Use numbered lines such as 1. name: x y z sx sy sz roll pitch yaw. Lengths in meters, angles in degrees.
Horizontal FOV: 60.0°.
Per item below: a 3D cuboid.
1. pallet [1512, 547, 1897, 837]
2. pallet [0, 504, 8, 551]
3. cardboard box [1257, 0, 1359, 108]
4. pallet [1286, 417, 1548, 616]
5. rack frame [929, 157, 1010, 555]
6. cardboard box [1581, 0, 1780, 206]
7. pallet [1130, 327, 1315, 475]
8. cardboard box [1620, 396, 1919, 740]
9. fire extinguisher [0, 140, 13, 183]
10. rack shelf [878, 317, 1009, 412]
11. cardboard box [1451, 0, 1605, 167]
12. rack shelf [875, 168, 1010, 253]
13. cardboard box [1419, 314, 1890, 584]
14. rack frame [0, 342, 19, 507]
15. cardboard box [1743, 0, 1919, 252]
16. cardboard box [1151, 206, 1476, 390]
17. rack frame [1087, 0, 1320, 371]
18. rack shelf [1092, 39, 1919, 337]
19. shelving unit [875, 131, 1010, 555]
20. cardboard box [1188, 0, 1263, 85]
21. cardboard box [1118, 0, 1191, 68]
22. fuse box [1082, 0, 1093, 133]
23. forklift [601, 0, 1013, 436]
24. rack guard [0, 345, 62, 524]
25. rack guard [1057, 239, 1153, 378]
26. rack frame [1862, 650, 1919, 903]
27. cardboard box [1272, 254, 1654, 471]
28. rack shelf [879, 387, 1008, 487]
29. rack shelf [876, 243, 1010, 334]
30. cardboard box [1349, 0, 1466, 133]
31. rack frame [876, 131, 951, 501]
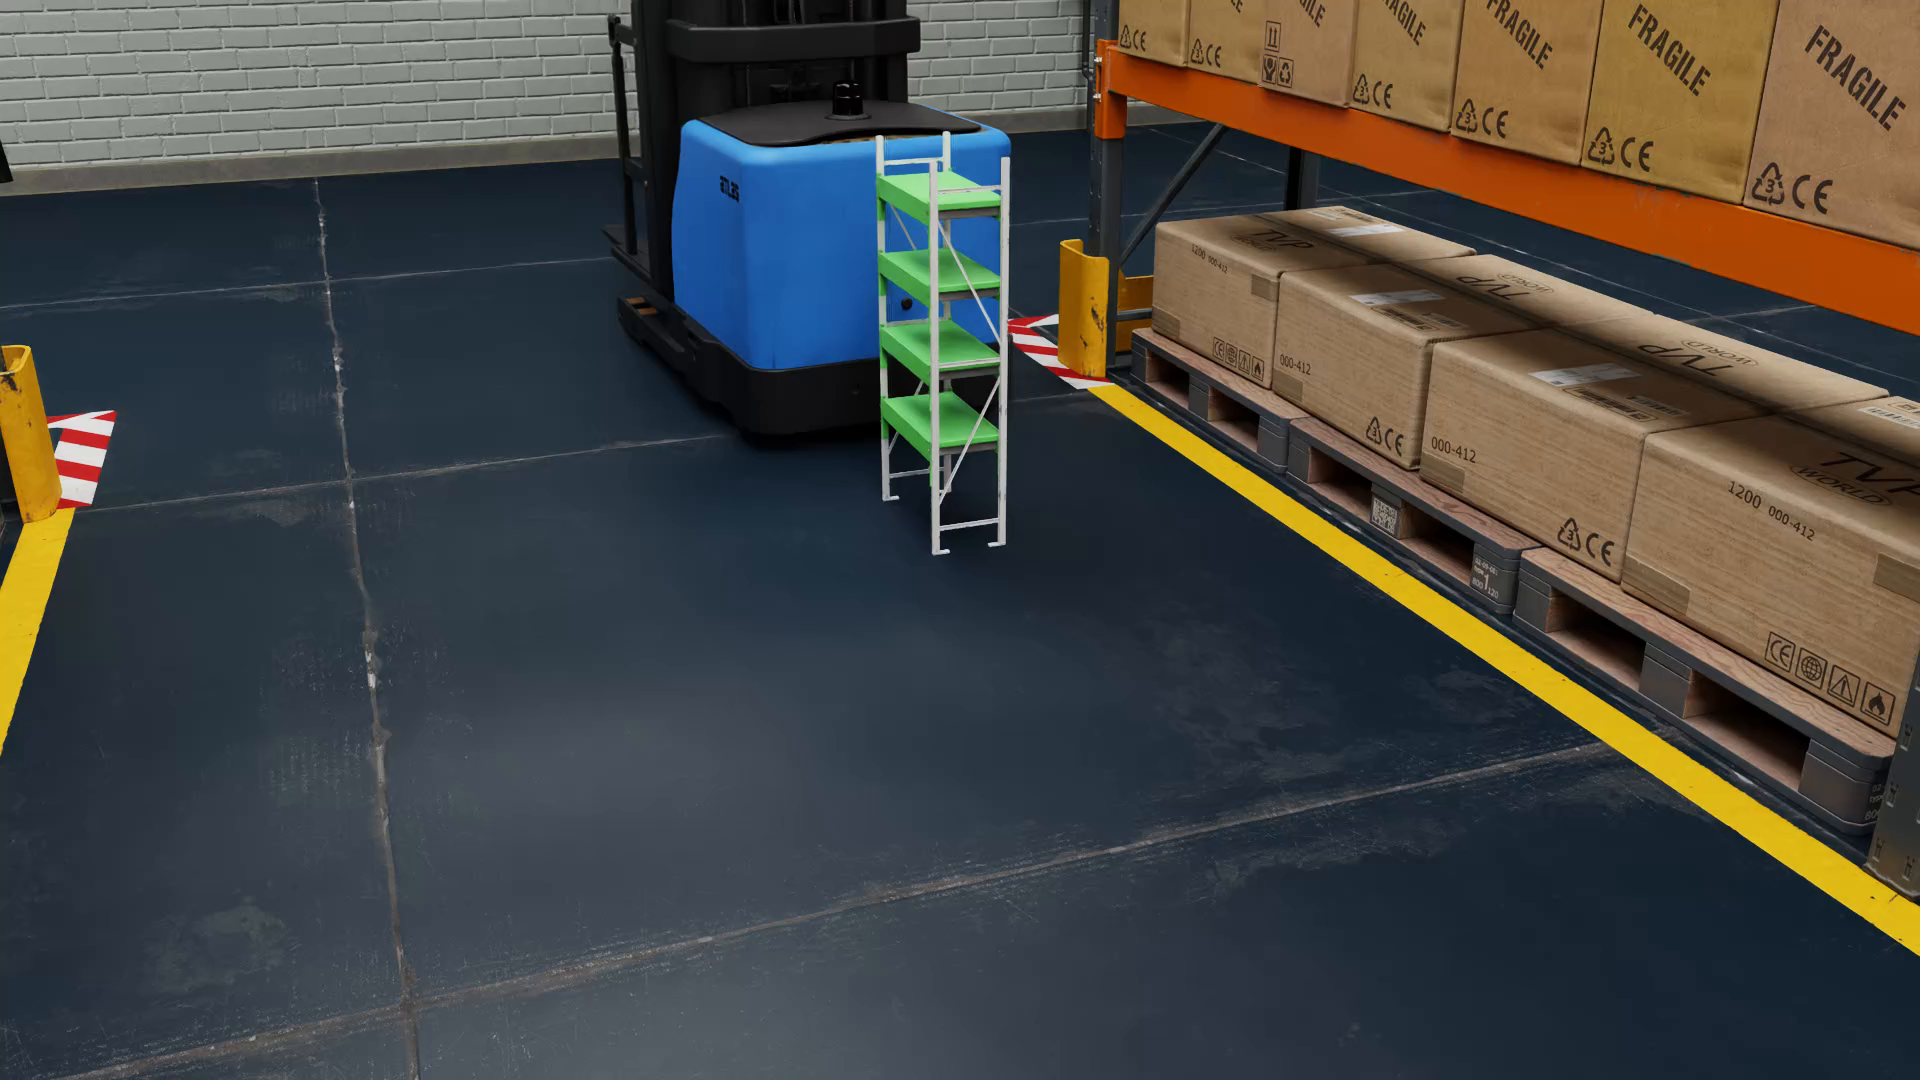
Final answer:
1. pallet: 2.229 0.279 4.317 1.003 0.211 1.213 -8 24 -19
2. pallet: -3.303 0.156 4.608 1.003 0.211 1.213 -8 24 -19
3. cardboard box: 1.280 -1.638 5.144 0.500 0.500 0.500 -8 24 -19
4. pallet: 1.794 -0.165 5.370 1.003 0.211 1.213 -8 24 -19
5. rack frame: 0.028 -0.524 4.949 0.240 1.200 0.015 -8 24 -19
6. cardboard box: 1.835 -1.085 3.833 0.500 0.500 0.500 -9 24 -20
7. pallet: 1.367 -0.608 6.420 1.003 0.211 1.213 -8 24 -19
8. cardboard box: 2.303 0.025 4.086 0.875 0.438 0.875 -9 24 -20
9. fire extinguisher: -3.241 -1.404 5.299 0.296 0.674 0.183 -8 24 -19
10. rack shelf: -0.058 -0.554 5.184 0.258 0.148 0.480 -8 24 -19
11. cardboard box: 1.643 -1.265 4.262 0.500 0.500 0.500 -9 24 -20
12. rack shelf: -0.058 -0.996 4.998 0.258 0.148 0.480 -8 24 -19
13. cardboard box: 1.986 -0.300 4.858 0.875 0.438 0.875 -9 25 -21
14. rack frame: -3.584 -1.457 4.844 1.000 3.000 0.127 -8 24 -19
15. cardboard box: 2.022 -0.899 3.391 0.500 0.500 0.500 -8 24 -19
16. cardboard box: 1.338 -0.959 6.422 0.875 0.438 0.875 -9 25 -21
17. rack frame: 1.012 -2.172 6.542 1.000 3.000 0.127 -8 24 -19
18. rack shelf: 1.718 -1.114 4.958 1.077 0.370 4.000 -8 24 -19
19. shelving unit: -0.058 -0.613 5.160 0.258 1.200 0.503 -8 24 -19
20. cardboard box: 1.117 -1.825 5.589 0.500 0.500 0.500 -9 24 -20
21. cardboard box: 0.913 -2.005 6.016 0.500 0.500 0.500 -9 24 -19
22. fuse box: 1.015 -3.860 12.204 0.539 1.711 0.414 -8 24 -19
23. forklift: -0.879 -2.263 6.845 1.130 2.935 3.031 -10 25 -23
24. rack guard: -3.557 -0.277 5.264 1.175 0.500 0.348 -8 24 -19
25. rack guard: 1.003 -1.029 7.049 1.175 0.500 0.348 -8 24 -19
26. rack frame: 2.425 -0.719 3.094 1.000 3.000 0.127 -8 24 -19
27. cardboard box: 1.669 -0.628 5.636 0.875 0.438 0.875 -8 24 -18
28. rack shelf: -0.058 -0.333 5.278 0.258 0.148 0.480 -8 24 -19
29. rack shelf: -0.058 -0.775 5.091 0.258 0.148 0.480 -8 24 -19
30. cardboard box: 1.473 -1.458 4.718 0.500 0.500 0.500 -8 24 -17
31. rack frame: -0.145 -0.702 5.370 0.240 1.200 0.015 -8 24 -19
